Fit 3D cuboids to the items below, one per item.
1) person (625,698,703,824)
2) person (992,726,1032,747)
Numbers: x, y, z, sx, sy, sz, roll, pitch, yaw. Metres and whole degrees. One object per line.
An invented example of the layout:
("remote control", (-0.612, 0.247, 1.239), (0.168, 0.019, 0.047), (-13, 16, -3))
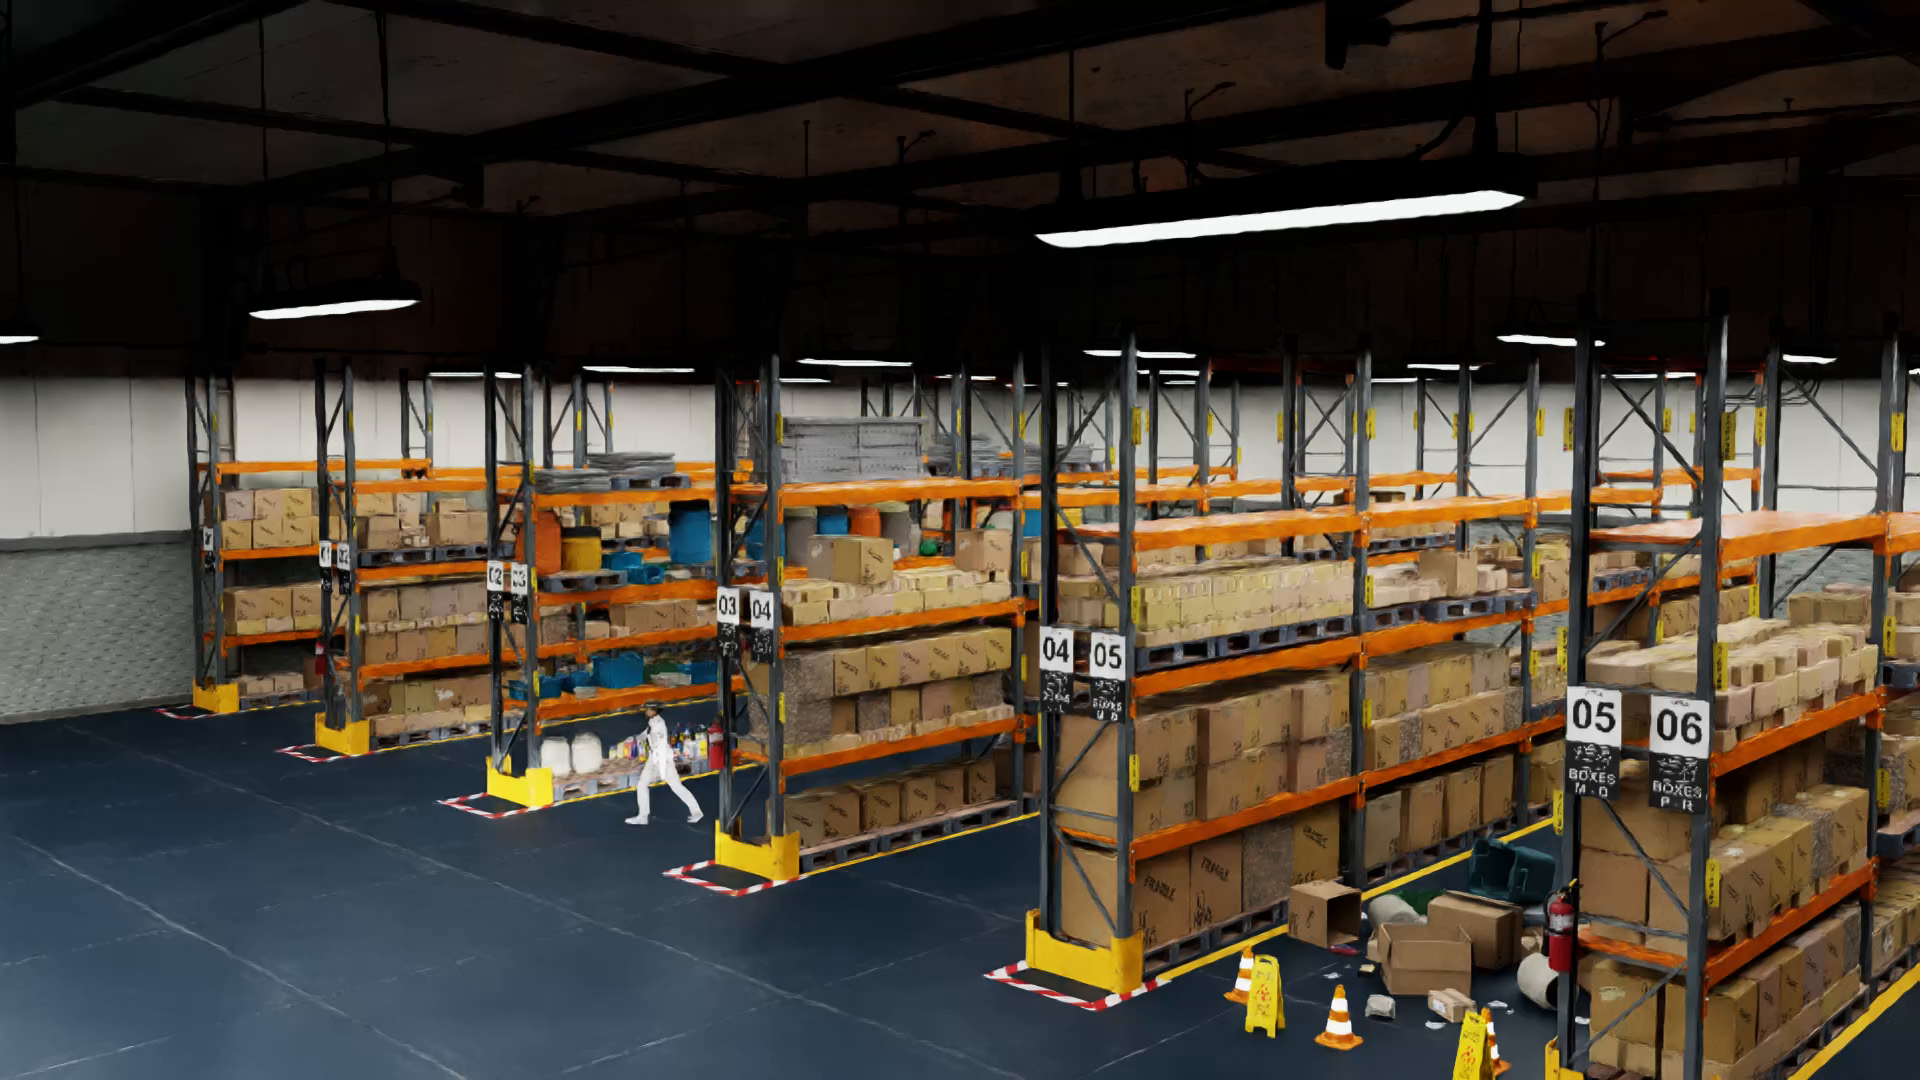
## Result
("person", (-3.706, 2.760, 20.825), (0.934, 1.611, 0.521), (-2, 5, -25))
("person", (0.779, 2.386, 25.794), (1.090, 1.583, 0.497), (-4, 6, -44))
